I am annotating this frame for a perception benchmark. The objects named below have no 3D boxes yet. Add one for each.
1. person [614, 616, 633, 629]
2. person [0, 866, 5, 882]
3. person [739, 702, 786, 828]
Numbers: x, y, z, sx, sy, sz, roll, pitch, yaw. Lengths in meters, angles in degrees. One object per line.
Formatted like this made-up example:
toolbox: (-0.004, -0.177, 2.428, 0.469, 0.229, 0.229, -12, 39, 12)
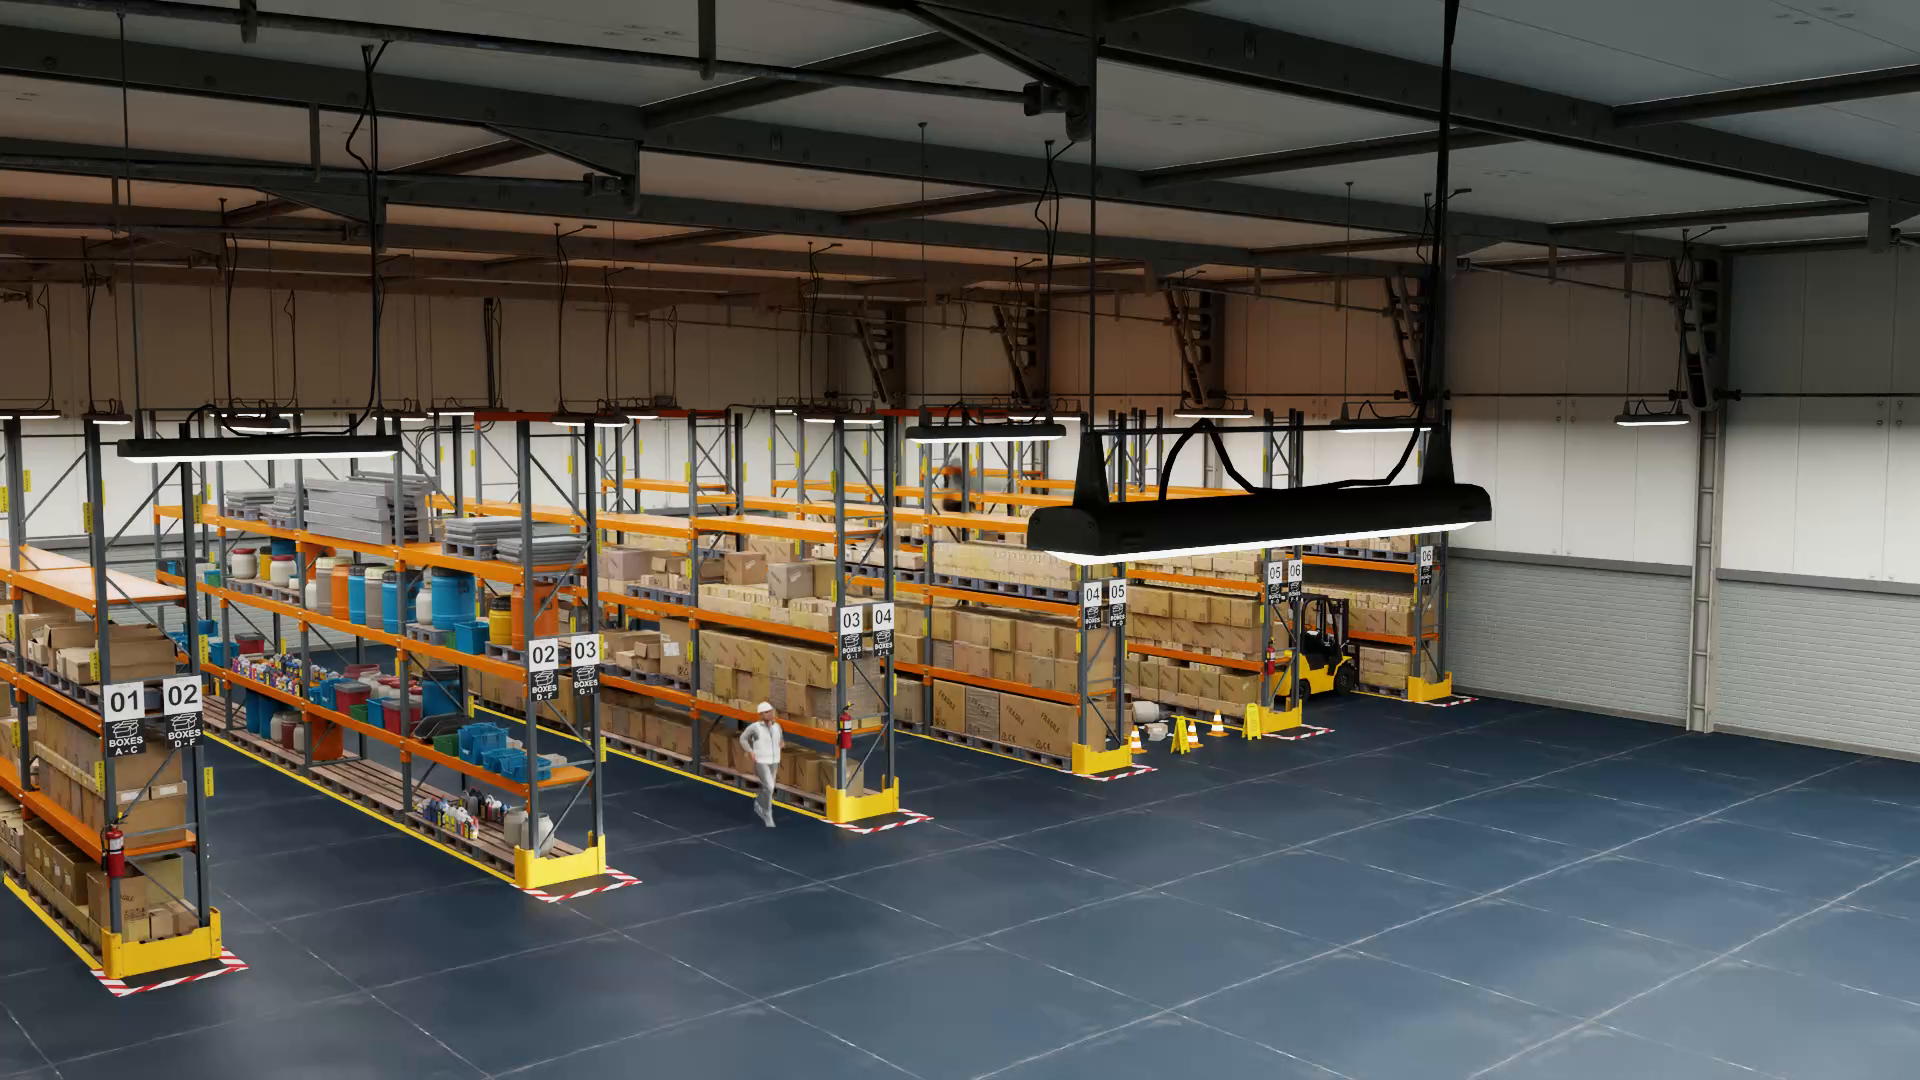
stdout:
person: (-8.343, 1.873, 41.433, 0.576, 1.630, 0.603, -1, 5, -6)
person: (-10.696, 3.951, 18.057, 0.596, 1.565, 0.572, -4, 6, -39)
person: (-2.855, 3.303, 24.527, 0.638, 1.837, 0.735, -5, 7, -44)
